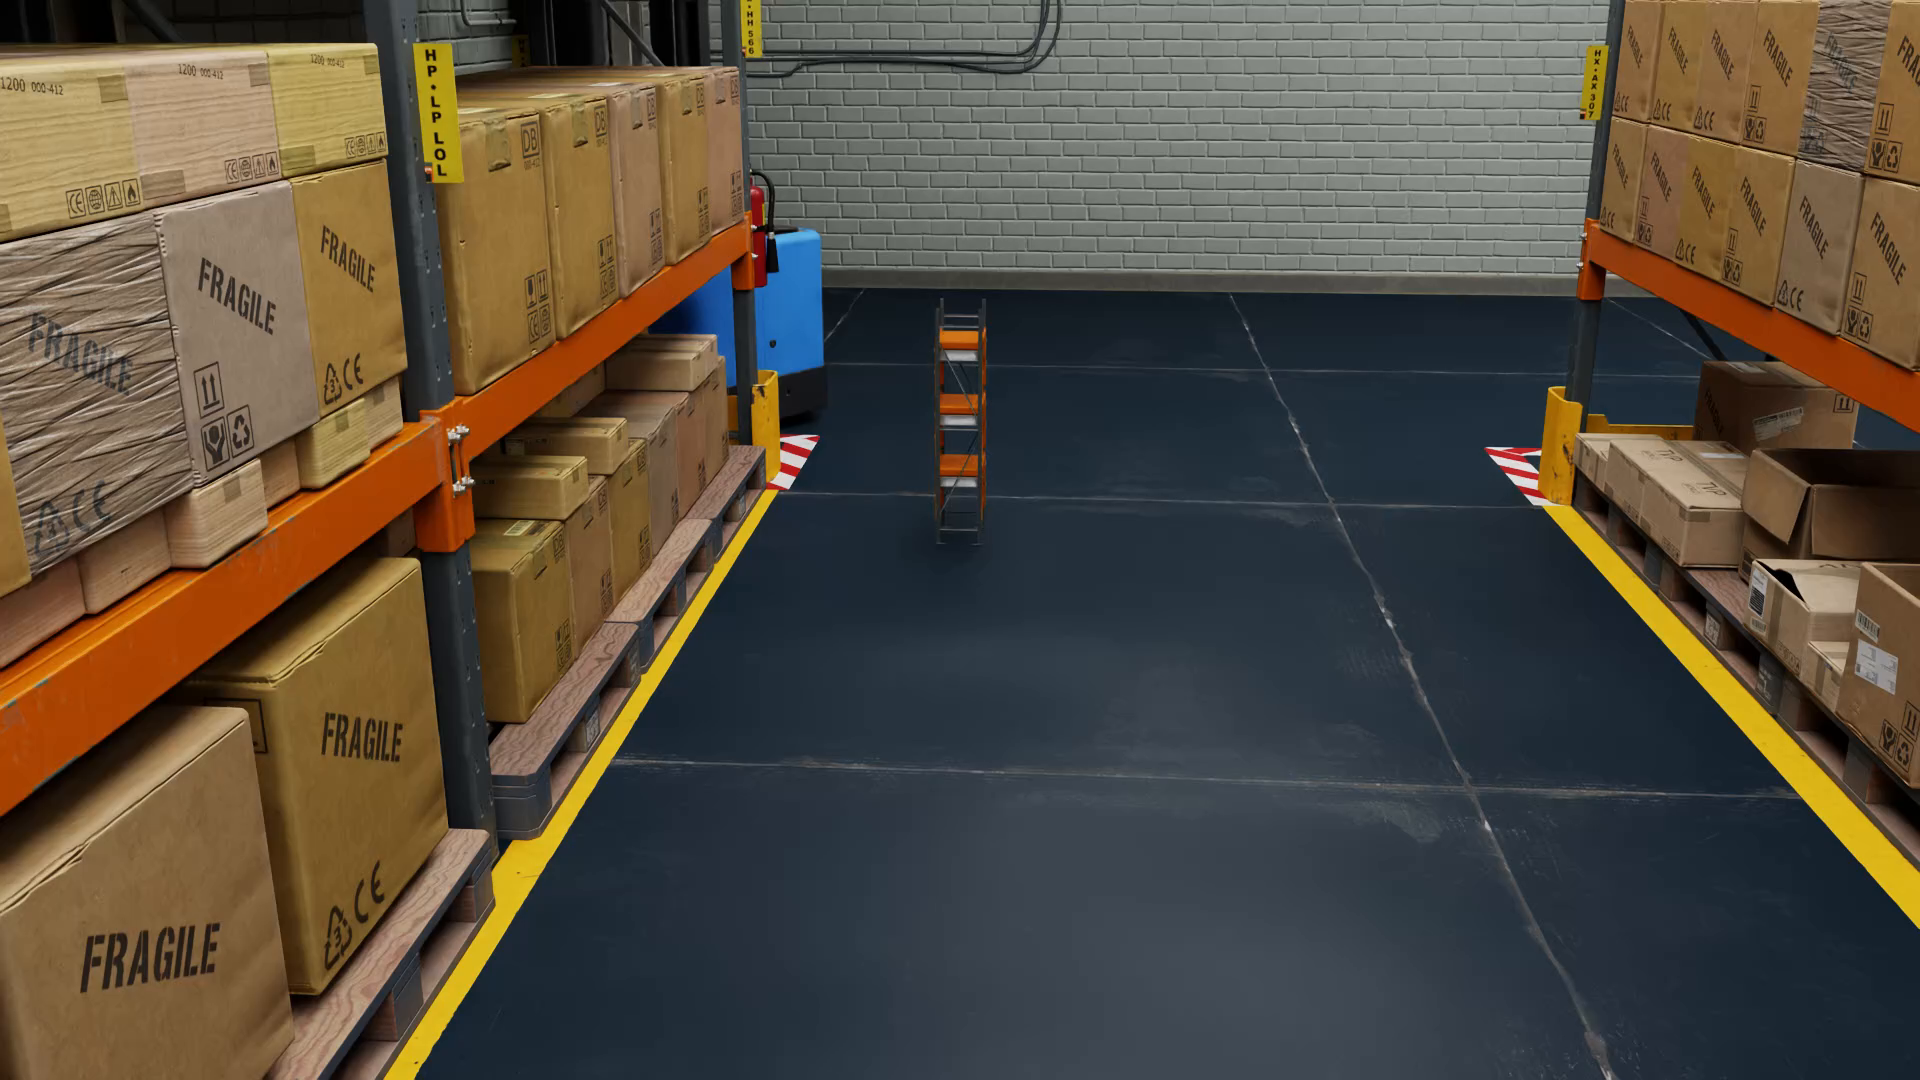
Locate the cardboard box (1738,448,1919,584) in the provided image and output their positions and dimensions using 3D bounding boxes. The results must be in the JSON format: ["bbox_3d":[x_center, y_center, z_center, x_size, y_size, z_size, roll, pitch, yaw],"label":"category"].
[{"bbox_3d":[3.270,-0.020,5.968,0.797,0.503,0.637,1,18,4],"label":"cardboard box"}]

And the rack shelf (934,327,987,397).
[{"bbox_3d":[0.004,-0.775,7.225,0.215,0.259,0.240,1,18,4],"label":"rack shelf"}]

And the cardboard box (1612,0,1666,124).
[{"bbox_3d":[3.132,-2.046,7.084,0.500,0.500,0.500,2,18,6],"label":"cardboard box"}]

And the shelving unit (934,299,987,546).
[{"bbox_3d":[0.004,-0.516,7.310,0.215,1.050,0.252,1,18,4],"label":"shelving unit"}]

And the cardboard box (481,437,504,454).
[{"bbox_3d":[-1.799,-0.277,5.751,0.380,0.149,0.250,1,18,2],"label":"cardboard box"}]

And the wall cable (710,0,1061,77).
[{"bbox_3d":[-0.752,-4.889,12.878,3.097,2.526,0.112,1,18,4],"label":"wall cable"}]

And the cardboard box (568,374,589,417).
[{"bbox_3d":[-1.726,-0.594,6.718,0.380,0.149,0.250,2,18,5],"label":"cardboard box"}]

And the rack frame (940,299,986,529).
[{"bbox_3d":[0.013,-0.553,7.426,0.200,1.050,0.008,1,18,4],"label":"rack frame"}]

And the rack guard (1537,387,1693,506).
[{"bbox_3d":[3.422,-0.444,7.975,1.175,0.500,0.348,1,18,4],"label":"rack guard"}]

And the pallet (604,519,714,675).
[{"bbox_3d":[-1.583,0.188,6.510,1.003,0.211,1.213,1,18,4],"label":"pallet"}]

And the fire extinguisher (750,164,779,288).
[{"bbox_3d":[-1.043,-1.587,8.174,0.296,0.674,0.183,1,18,4],"label":"fire extinguisher"}]

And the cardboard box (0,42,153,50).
[{"bbox_3d":[-2.094,-0.940,3.601,0.500,0.250,0.500,2,18,6],"label":"cardboard box"}]

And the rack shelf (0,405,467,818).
[{"bbox_3d":[-1.944,0.440,2.417,1.077,0.370,4.000,1,18,4],"label":"rack shelf"}]

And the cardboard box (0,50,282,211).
[{"bbox_3d":[-1.625,-0.768,3.075,0.500,0.250,0.500,2,18,5],"label":"cardboard box"}]

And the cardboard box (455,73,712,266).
[{"bbox_3d":[-1.582,-1.523,6.771,0.980,0.700,0.700,1,18,3],"label":"cardboard box"}]

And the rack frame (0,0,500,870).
[{"bbox_3d":[-1.801,-0.523,4.201,1.000,3.000,0.127,1,18,4],"label":"rack frame"}]

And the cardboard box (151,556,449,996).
[{"bbox_3d":[-1.718,0.504,3.845,0.750,0.750,0.750,1,18,5],"label":"cardboard box"}]

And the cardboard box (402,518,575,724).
[{"bbox_3d":[-1.645,0.236,5.226,0.700,0.500,0.500,2,18,5],"label":"cardboard box"}]

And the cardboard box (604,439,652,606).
[{"bbox_3d":[-1.567,-0.080,6.189,0.700,0.500,0.500,2,18,5],"label":"cardboard box"}]

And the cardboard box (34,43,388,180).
[{"bbox_3d":[-1.579,-0.927,3.559,0.500,0.250,0.500,2,18,5],"label":"cardboard box"}]

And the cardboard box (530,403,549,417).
[{"bbox_3d":[-1.763,-0.436,6.235,0.380,0.149,0.250,1,18,3],"label":"cardboard box"}]

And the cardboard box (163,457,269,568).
[{"bbox_3d":[-1.561,-0.060,3.159,0.380,0.149,0.250,1,18,4],"label":"cardboard box"}]

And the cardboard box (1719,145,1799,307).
[{"bbox_3d":[3.024,-1.100,5.801,0.500,0.500,0.500,2,18,5],"label":"cardboard box"}]

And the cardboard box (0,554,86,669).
[{"bbox_3d":[-1.677,0.092,2.696,0.380,0.149,0.250,1,18,2],"label":"cardboard box"}]

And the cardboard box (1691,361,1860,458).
[{"bbox_3d":[3.634,-0.502,7.447,0.500,0.500,0.500,1,18,4],"label":"cardboard box"}]

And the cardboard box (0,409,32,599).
[{"bbox_3d":[-1.684,-0.102,2.247,0.500,0.500,0.500,2,18,5],"label":"cardboard box"}]

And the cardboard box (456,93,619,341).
[{"bbox_3d":[-1.688,-1.060,5.358,0.980,0.700,0.700,1,18,3],"label":"cardboard box"}]

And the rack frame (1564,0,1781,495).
[{"bbox_3d":[3.427,-1.655,7.658,1.000,3.000,0.127,1,18,4],"label":"rack frame"}]

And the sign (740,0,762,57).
[{"bbox_3d":[-0.974,-2.411,7.725,0.100,0.325,0.005,1,18,4],"label":"sign"}]

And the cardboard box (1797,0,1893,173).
[{"bbox_3d":[2.989,-1.414,5.156,0.500,0.500,0.500,1,18,4],"label":"cardboard box"}]

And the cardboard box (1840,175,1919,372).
[{"bbox_3d":[2.956,-0.782,4.831,0.500,0.500,0.500,2,18,5],"label":"cardboard box"}]

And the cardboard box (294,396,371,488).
[{"bbox_3d":[-1.537,-0.222,3.656,0.380,0.149,0.250,2,18,5],"label":"cardboard box"}]

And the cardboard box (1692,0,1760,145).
[{"bbox_3d":[3.062,-1.728,6.114,0.500,0.500,0.500,2,18,5],"label":"cardboard box"}]

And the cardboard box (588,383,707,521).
[{"bbox_3d":[-1.500,-0.402,7.171,0.700,0.500,0.500,1,18,4],"label":"cardboard box"}]

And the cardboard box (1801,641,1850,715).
[{"bbox_3d":[2.865,0.431,5.161,0.380,0.149,0.250,1,18,4],"label":"cardboard box"}]

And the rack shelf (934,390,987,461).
[{"bbox_3d":[0.004,-0.505,7.314,0.215,0.259,0.240,1,18,4],"label":"rack shelf"}]

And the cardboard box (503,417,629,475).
[{"bbox_3d":[-1.401,-0.337,5.932,0.380,0.149,0.250,1,18,2],"label":"cardboard box"}]

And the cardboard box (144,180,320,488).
[{"bbox_3d":[-1.609,-0.413,3.197,0.500,0.500,0.500,1,18,4],"label":"cardboard box"}]

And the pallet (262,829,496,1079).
[{"bbox_3d":[-1.781,1.044,3.898,1.003,0.211,1.213,1,18,4],"label":"pallet"}]

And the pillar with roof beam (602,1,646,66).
[{"bbox_3d":[2.111,-5.378,9.383,9.100,9.000,0.400,1,18,4],"label":"pillar with roof beam"}]

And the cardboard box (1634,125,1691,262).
[{"bbox_3d":[3.101,-1.411,6.750,0.500,0.500,0.500,1,18,3],"label":"cardboard box"}]

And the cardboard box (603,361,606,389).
[{"bbox_3d":[-1.690,-0.751,7.196,0.380,0.149,0.250,1,18,4],"label":"cardboard box"}]

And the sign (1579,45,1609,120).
[{"bbox_3d":[2.886,-2.079,7.560,0.100,0.325,0.005,1,18,4],"label":"sign"}]

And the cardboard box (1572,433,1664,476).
[{"bbox_3d":[3.054,-0.387,7.660,0.380,0.149,0.250,1,18,4],"label":"cardboard box"}]

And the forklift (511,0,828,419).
[{"bbox_3d":[-2.212,-2.283,9.683,3.031,2.935,1.130,15,23,38],"label":"forklift"}]

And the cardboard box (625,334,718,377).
[{"bbox_3d":[-1.292,-0.821,7.410,0.380,0.149,0.250,1,18,3],"label":"cardboard box"}]

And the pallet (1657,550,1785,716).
[{"bbox_3d":[3.276,0.319,6.111,1.003,0.211,1.213,1,18,4],"label":"pallet"}]

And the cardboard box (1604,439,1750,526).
[{"bbox_3d":[3.069,-0.240,7.048,0.500,0.250,0.500,1,18,4],"label":"cardboard box"}]
